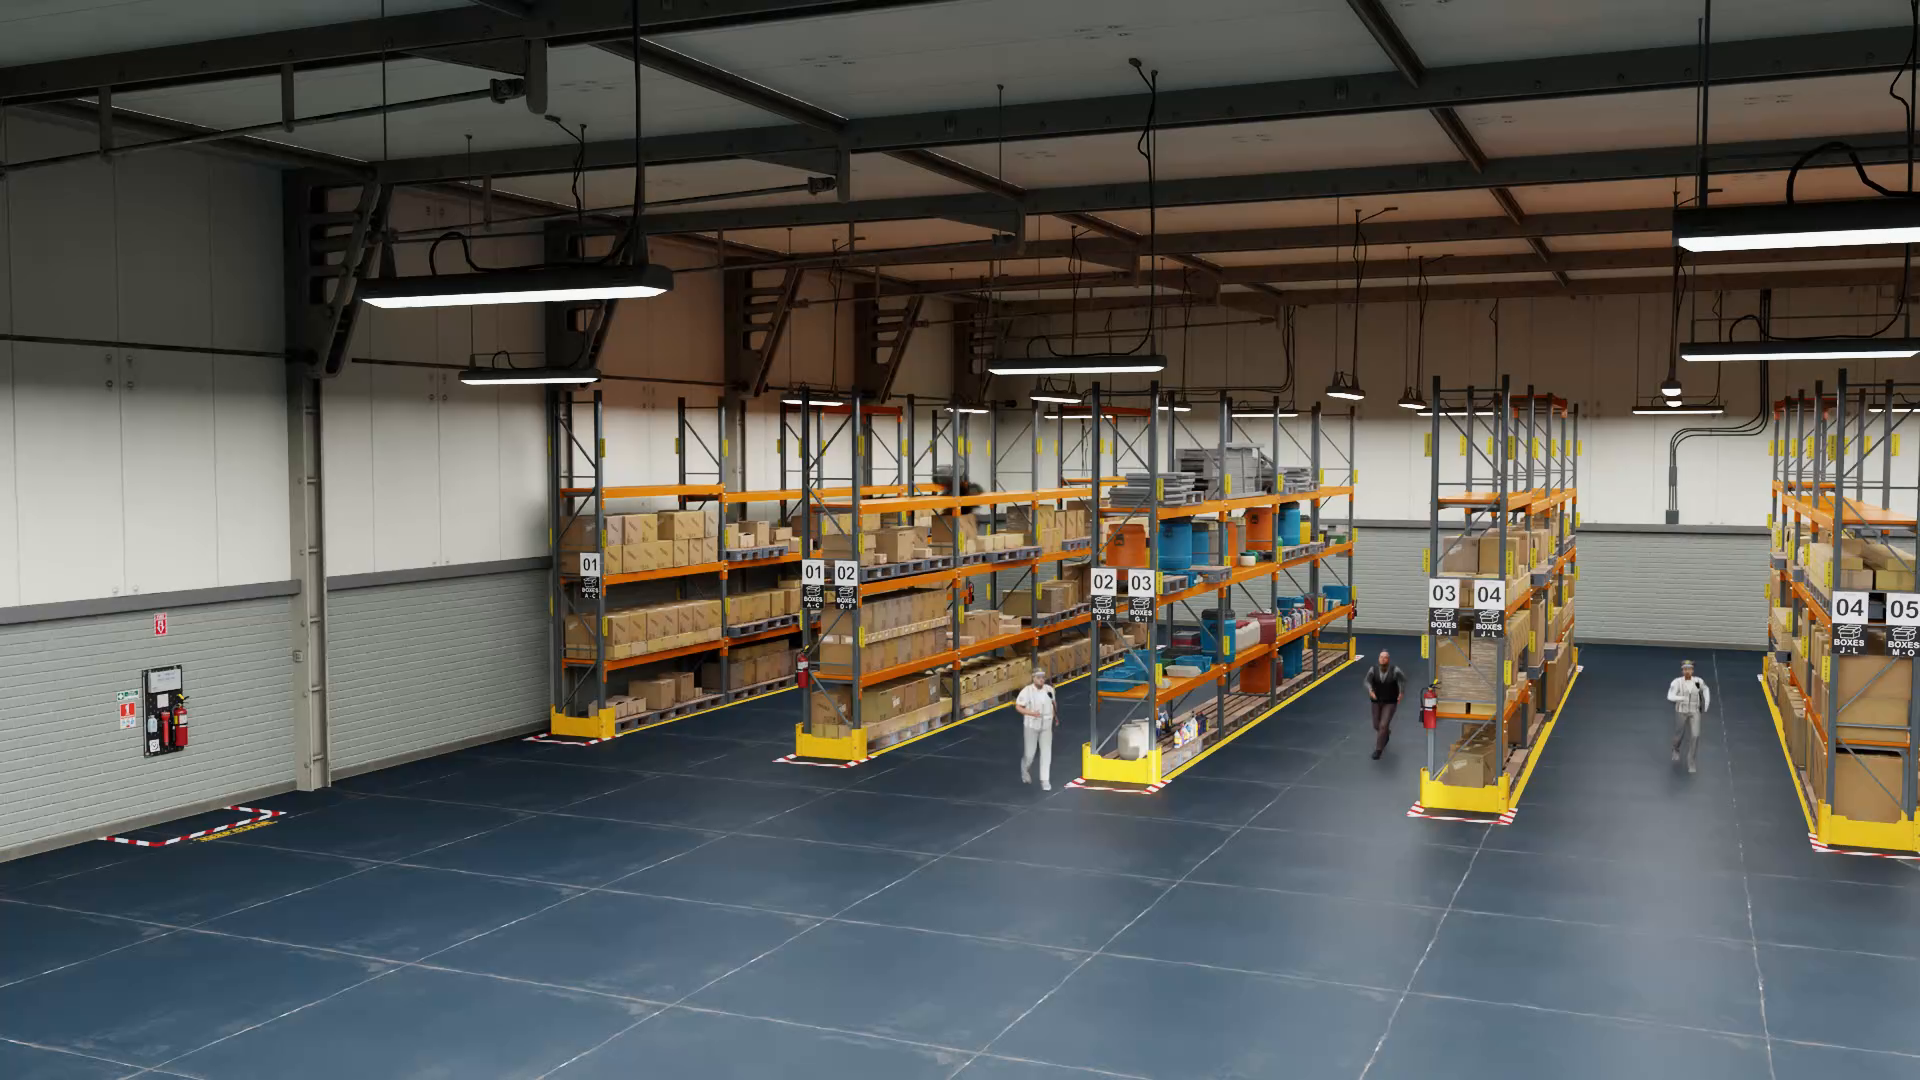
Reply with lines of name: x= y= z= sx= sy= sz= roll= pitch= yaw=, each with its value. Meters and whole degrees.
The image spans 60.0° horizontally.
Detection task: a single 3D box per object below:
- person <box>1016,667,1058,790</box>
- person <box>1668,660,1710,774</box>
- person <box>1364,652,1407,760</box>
person: x=1.148 y=2.744 z=24.502 sx=0.682 sy=1.770 sz=0.877 roll=-1 pitch=3 yaw=-15
person: x=11.366 y=2.725 z=25.963 sx=0.621 sy=1.746 sz=0.880 roll=1 pitch=3 yaw=18
person: x=6.911 y=2.661 z=27.067 sx=0.683 sy=1.715 sz=0.945 roll=2 pitch=4 yaw=26
